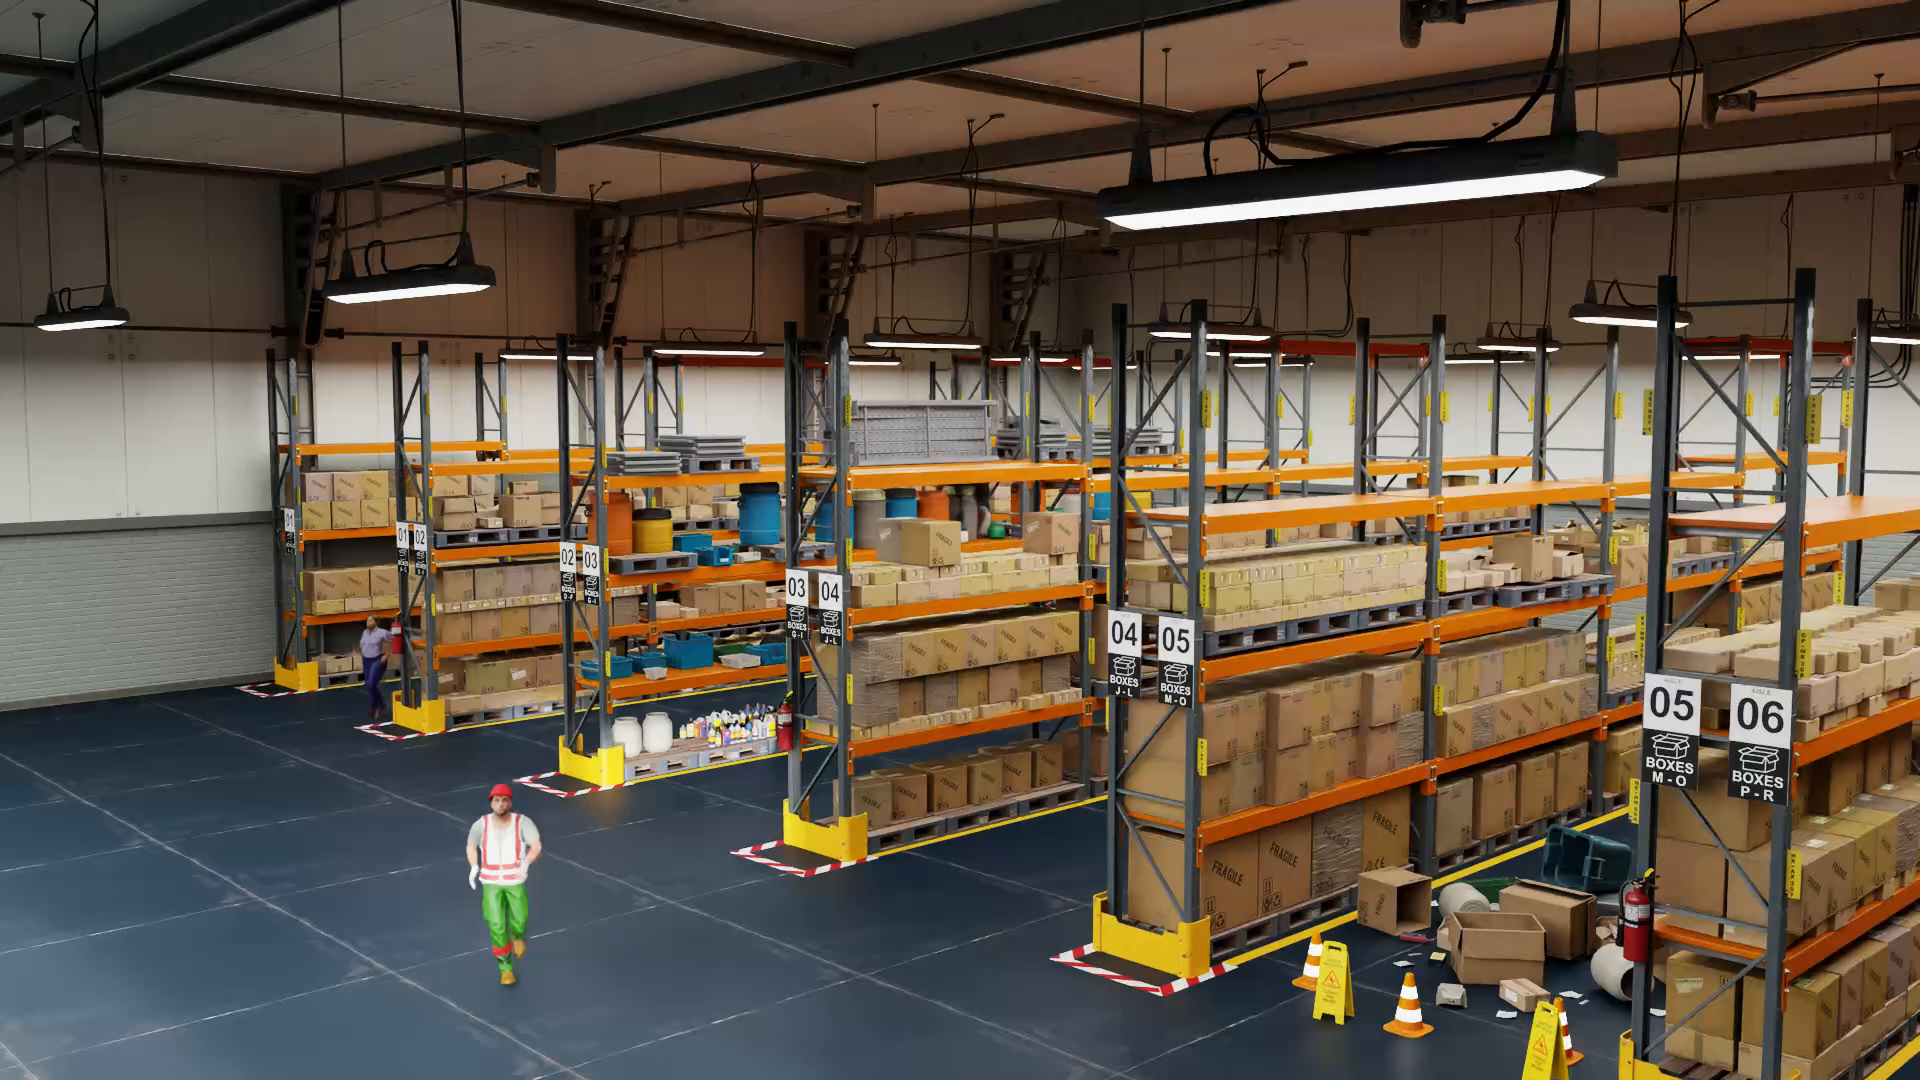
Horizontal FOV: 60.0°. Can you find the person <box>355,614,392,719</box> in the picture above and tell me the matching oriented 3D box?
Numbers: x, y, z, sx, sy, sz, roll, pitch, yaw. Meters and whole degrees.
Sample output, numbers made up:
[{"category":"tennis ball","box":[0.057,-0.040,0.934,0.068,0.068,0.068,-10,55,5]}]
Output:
[{"category":"person","box":[-9.441,2.050,26.787,0.608,1.717,0.631,2,5,24]}]

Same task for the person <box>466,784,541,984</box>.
[{"category":"person","box":[-4.045,3.018,14.756,0.651,1.746,0.692,-1,5,-11]}]
